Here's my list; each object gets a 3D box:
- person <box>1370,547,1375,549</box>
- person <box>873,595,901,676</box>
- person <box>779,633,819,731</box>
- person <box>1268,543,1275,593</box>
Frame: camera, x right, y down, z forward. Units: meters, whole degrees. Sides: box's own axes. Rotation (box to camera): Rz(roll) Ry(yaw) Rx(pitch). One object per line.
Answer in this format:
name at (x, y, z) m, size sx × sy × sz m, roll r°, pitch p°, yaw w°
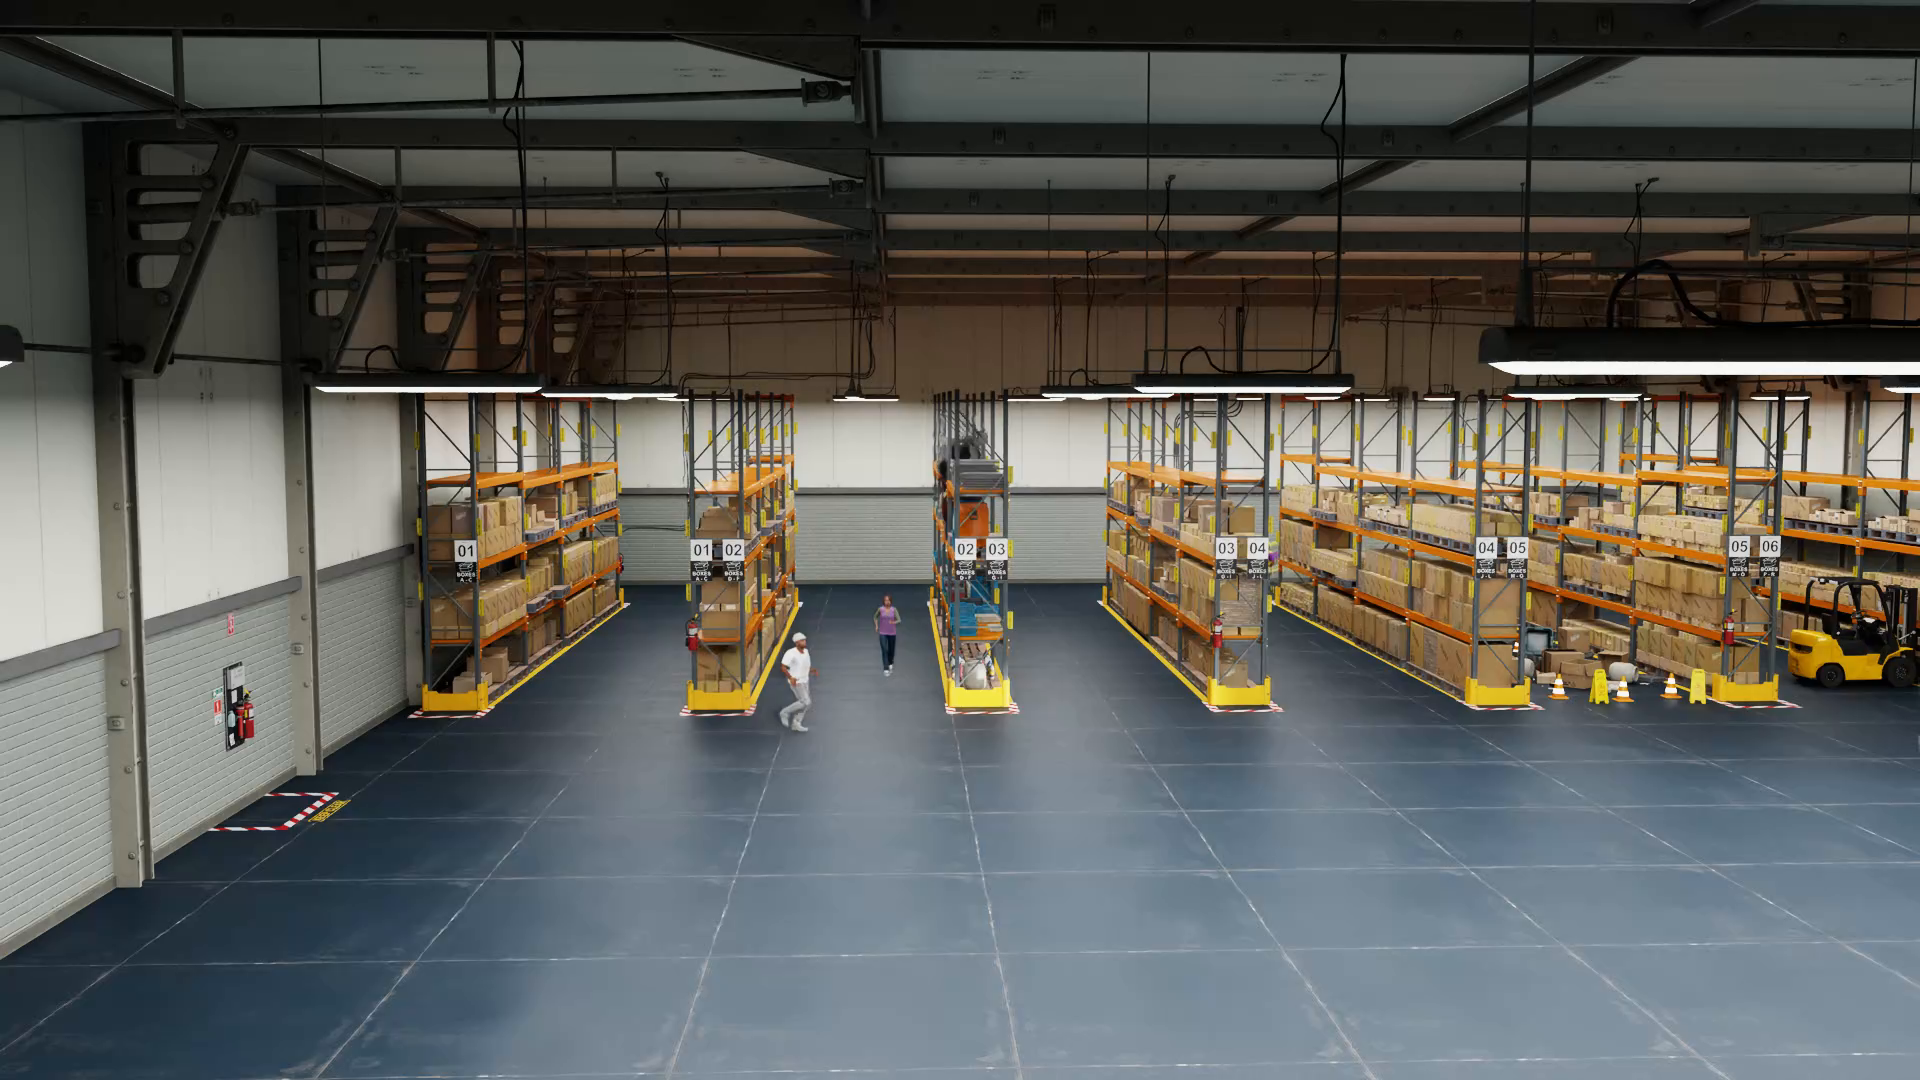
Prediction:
person at (11.410, 1.070, 46.105) m, size 0.639 × 1.775 × 0.690 m, roll -1°, pitch 5°, yaw -14°
person at (-1.458, 1.904, 33.390) m, size 0.543 × 1.597 × 0.812 m, roll 0°, pitch 5°, yaw -6°
person at (-2.816, 2.486, 29.180) m, size 0.618 × 1.731 × 0.687 m, roll 2°, pitch 5°, yaw 25°
person at (8.990, 0.891, 48.954) m, size 0.740 × 1.683 × 0.887 m, roll -1°, pitch 5°, yaw -8°
